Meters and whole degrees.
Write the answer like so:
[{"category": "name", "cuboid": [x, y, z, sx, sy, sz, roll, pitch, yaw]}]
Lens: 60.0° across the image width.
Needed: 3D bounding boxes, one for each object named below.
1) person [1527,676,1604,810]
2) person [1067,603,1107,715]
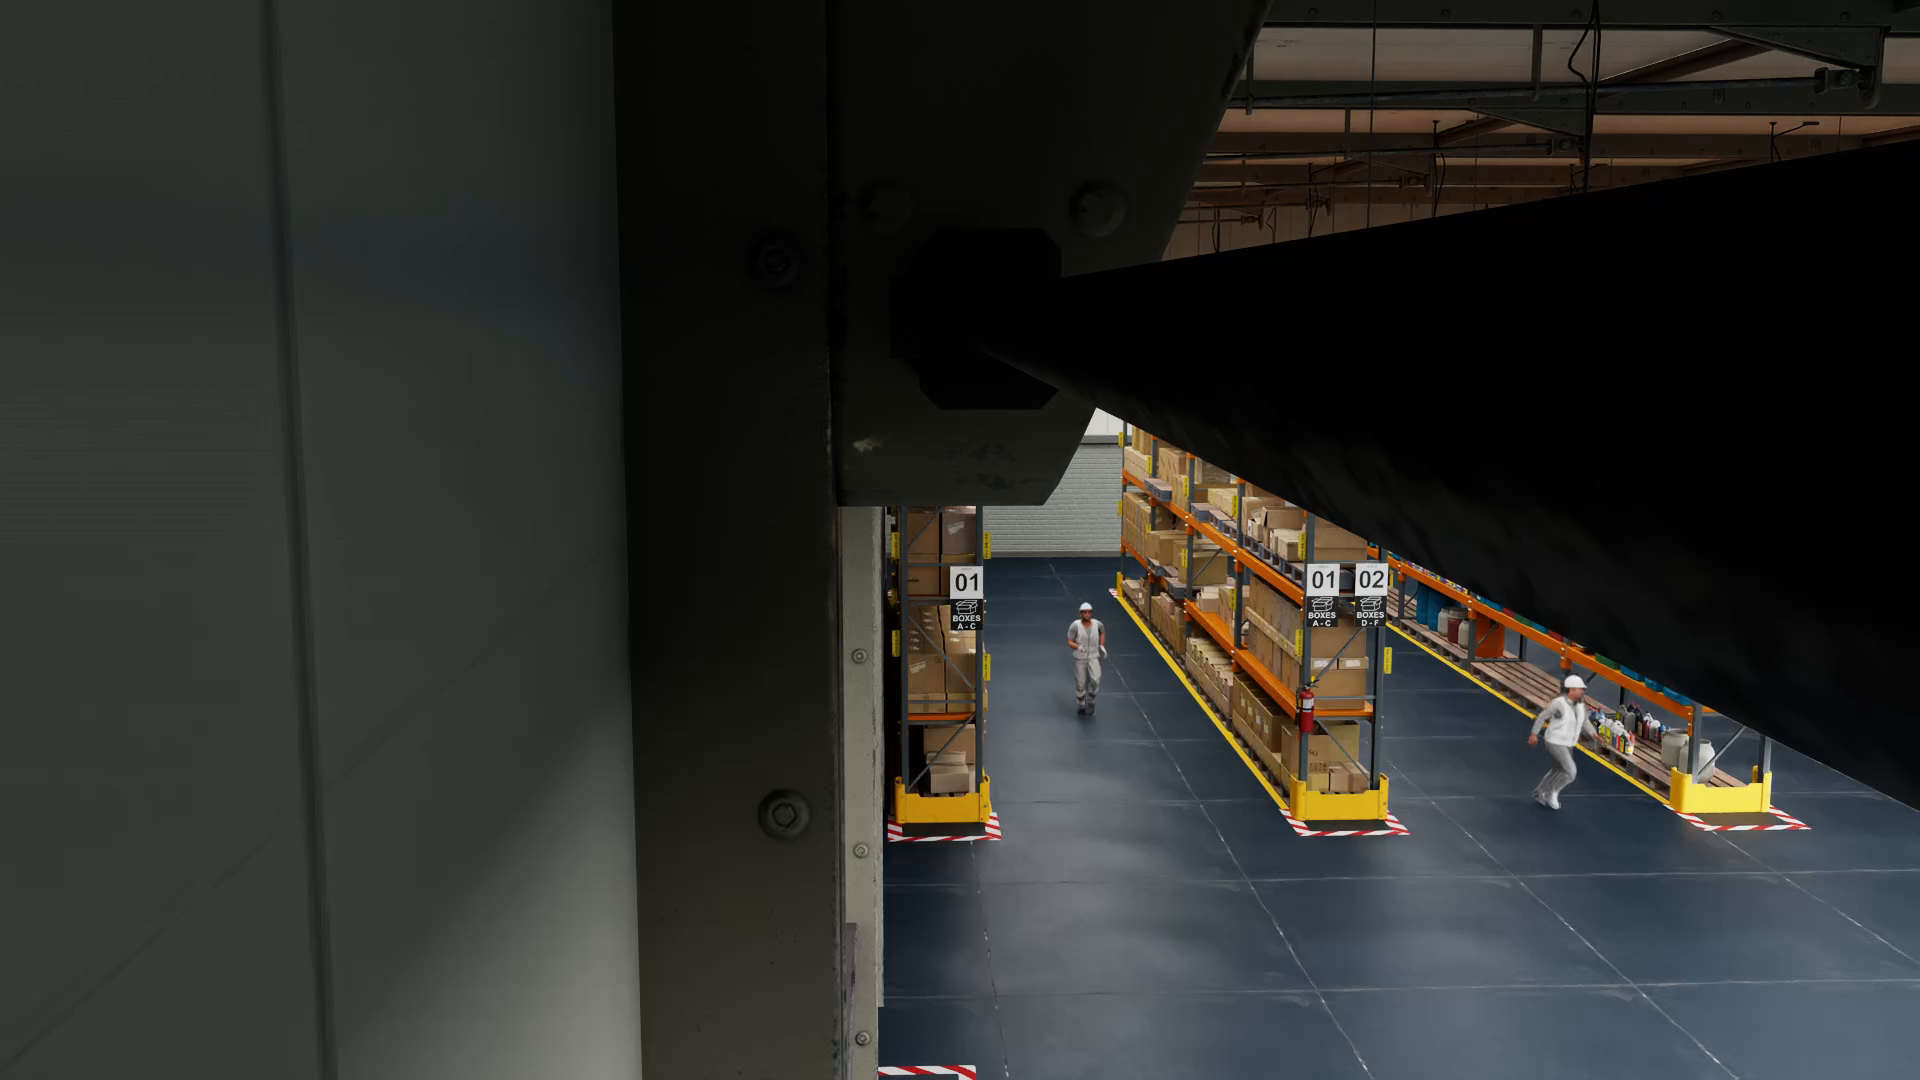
[{"category": "person", "cuboid": [7.630, 2.542, 20.883, 0.615, 1.716, 0.829, -7, 10, -39]}, {"category": "person", "cuboid": [1.975, 1.842, 25.724, 0.650, 1.765, 0.772, -1, 8, -6]}]
